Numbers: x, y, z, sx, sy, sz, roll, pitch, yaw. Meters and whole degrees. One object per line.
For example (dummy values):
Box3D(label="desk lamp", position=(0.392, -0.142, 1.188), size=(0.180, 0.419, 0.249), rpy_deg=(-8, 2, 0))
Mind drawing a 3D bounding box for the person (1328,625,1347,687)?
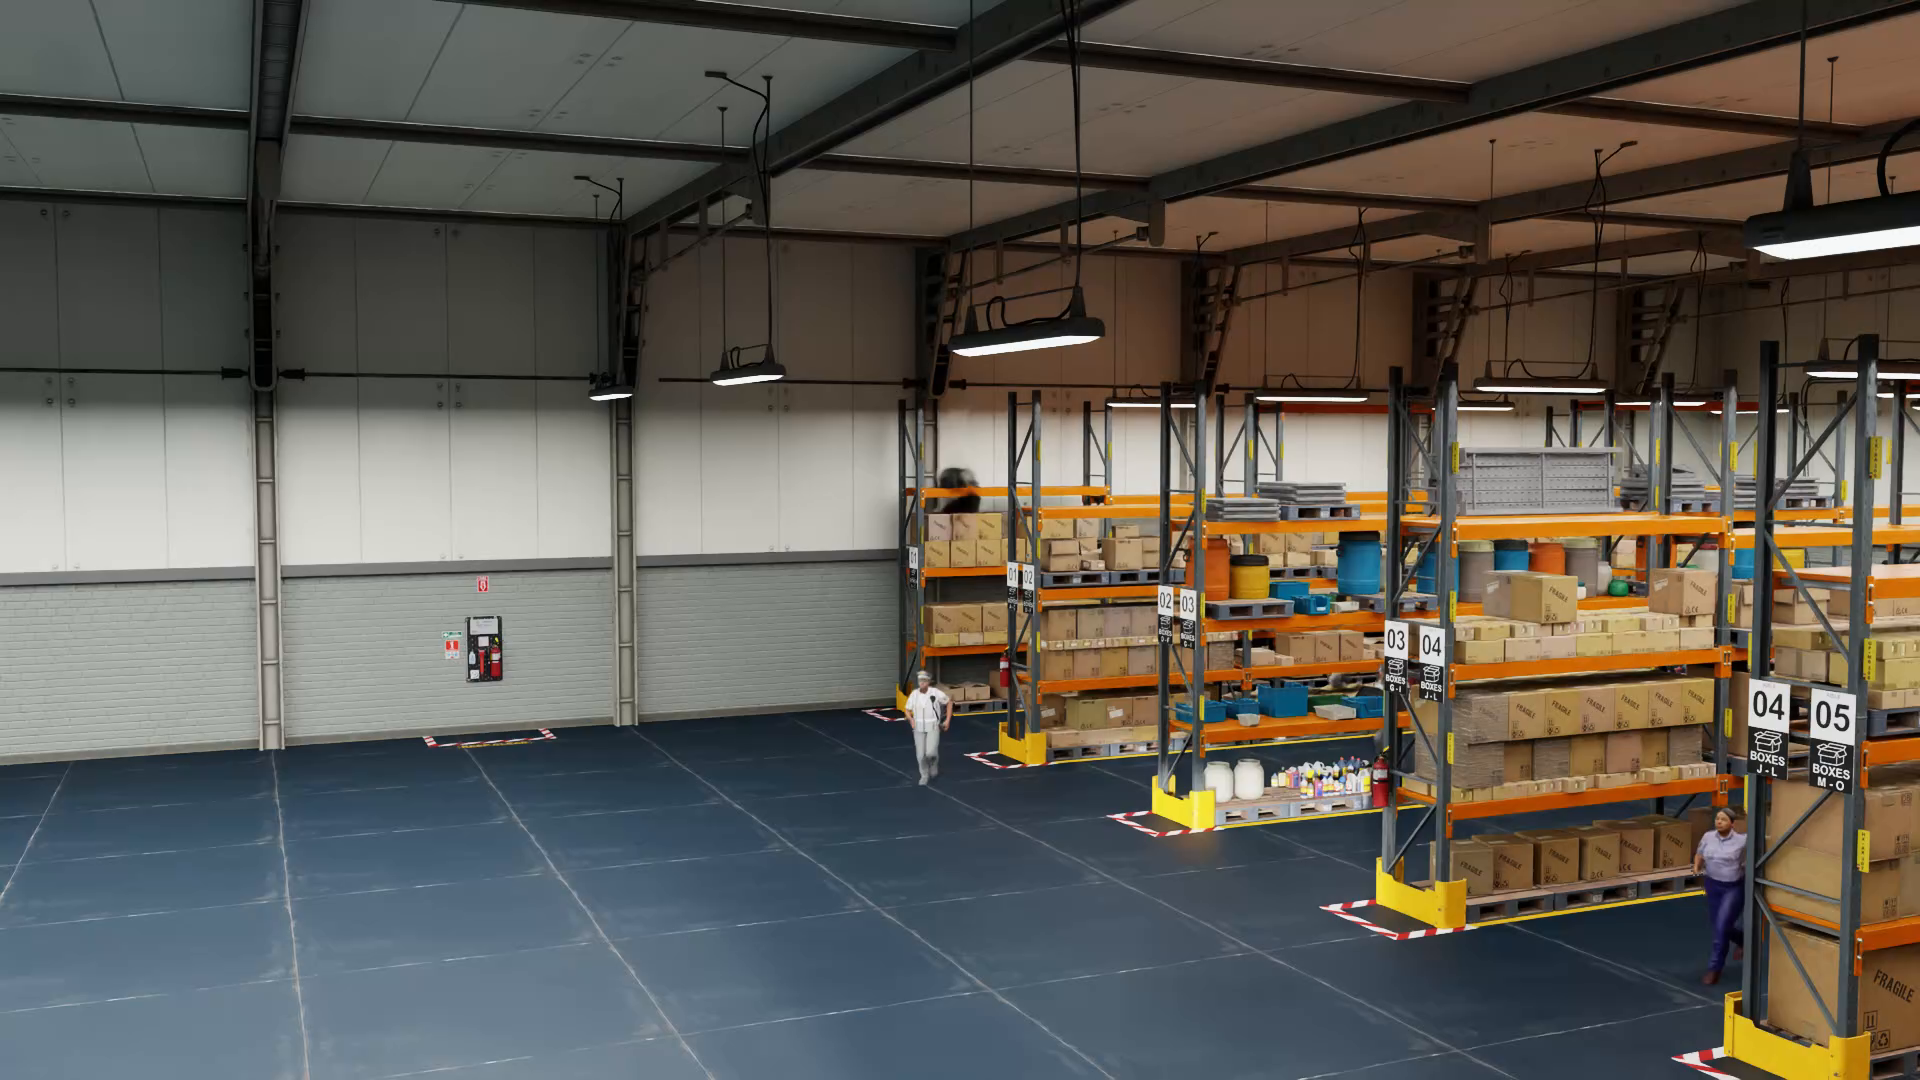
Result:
Box3D(label="person", position=(7.272, 2.418, 31.896), size=(0.913, 1.848, 0.690), rpy_deg=(-2, 4, -27))

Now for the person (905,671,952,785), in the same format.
Box3D(label="person", position=(-0.498, 2.832, 24.997), size=(0.699, 1.743, 0.672), rpy_deg=(1, 3, 12))

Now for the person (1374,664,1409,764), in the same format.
Box3D(label="person", position=(6.654, 2.807, 25.984), size=(0.753, 1.748, 0.594), rpy_deg=(-1, 4, -21))

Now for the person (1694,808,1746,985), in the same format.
Box3D(label="person", position=(7.439, 3.424, 16.090), size=(0.895, 1.693, 0.636), rpy_deg=(-2, 4, -36))
